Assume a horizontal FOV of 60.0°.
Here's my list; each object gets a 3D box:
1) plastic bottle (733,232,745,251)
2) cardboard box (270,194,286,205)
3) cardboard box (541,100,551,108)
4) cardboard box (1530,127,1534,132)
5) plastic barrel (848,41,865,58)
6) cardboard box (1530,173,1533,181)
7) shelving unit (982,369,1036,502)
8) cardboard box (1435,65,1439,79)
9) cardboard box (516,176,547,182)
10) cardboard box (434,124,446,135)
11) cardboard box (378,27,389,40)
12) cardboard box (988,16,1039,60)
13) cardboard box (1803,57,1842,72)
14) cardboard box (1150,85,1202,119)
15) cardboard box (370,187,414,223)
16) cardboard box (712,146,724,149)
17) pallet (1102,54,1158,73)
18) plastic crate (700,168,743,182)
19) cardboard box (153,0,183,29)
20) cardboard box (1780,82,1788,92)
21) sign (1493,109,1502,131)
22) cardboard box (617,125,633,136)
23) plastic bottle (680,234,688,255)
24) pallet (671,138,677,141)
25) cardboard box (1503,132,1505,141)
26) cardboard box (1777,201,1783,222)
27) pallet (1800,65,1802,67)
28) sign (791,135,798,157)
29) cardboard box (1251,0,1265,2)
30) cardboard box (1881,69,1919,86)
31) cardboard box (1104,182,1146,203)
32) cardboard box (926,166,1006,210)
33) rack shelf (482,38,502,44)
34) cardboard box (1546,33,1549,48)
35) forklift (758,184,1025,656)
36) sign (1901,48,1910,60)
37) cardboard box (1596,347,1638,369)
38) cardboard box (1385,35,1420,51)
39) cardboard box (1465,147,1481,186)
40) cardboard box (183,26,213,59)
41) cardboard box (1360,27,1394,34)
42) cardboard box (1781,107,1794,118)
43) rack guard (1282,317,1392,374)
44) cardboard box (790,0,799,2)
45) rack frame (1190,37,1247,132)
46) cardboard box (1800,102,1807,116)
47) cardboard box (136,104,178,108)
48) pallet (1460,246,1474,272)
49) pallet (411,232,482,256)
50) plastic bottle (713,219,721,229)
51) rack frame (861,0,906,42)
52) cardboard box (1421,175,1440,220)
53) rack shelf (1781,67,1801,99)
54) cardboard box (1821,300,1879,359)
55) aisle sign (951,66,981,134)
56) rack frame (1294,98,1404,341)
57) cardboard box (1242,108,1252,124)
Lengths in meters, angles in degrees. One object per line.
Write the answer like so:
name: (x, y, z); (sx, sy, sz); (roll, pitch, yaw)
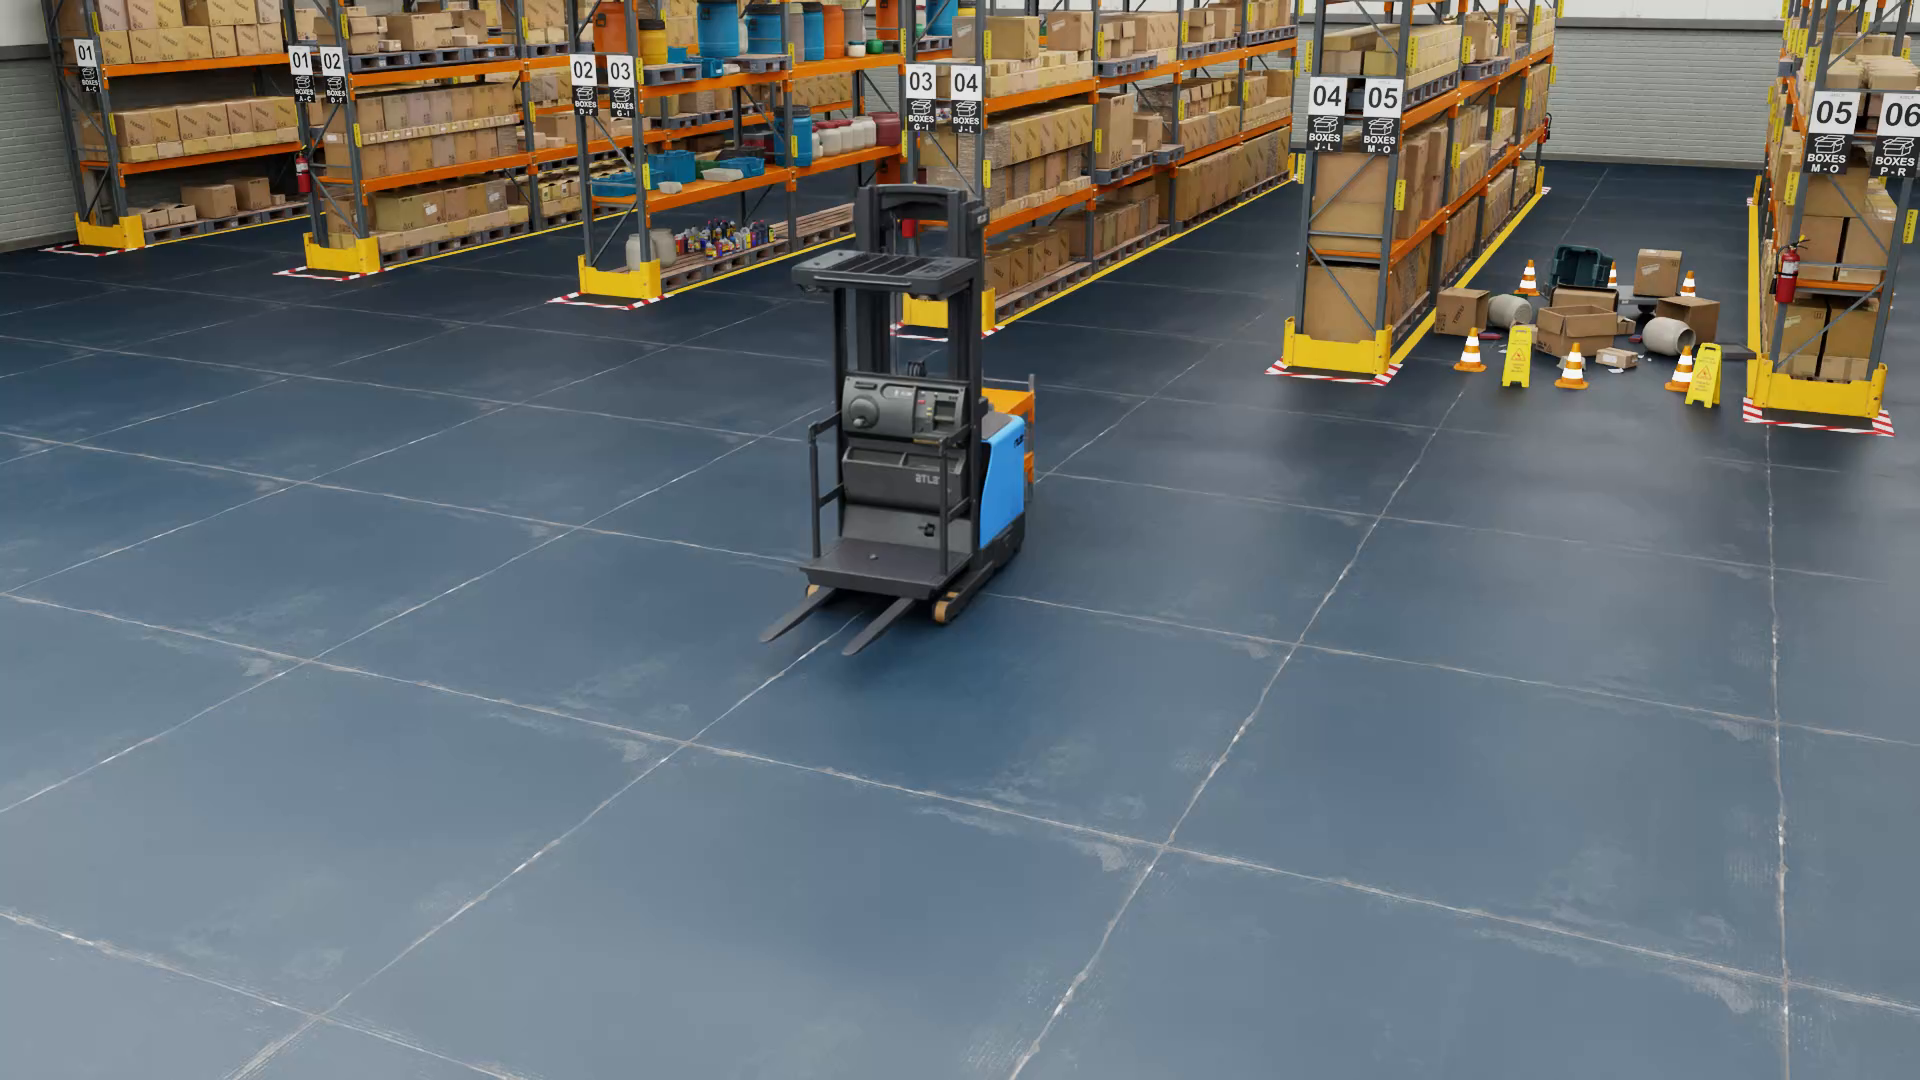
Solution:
plastic bottle: (-3.336, -4.504, 25.065); (0.152, 0.276, 0.135); (9, 21, 24)
cardboard box: (-12.284, -6.087, 29.679); (0.380, 0.166, 0.250); (6, 20, 16)
cardboard box: (-8.980, -9.334, 35.584); (0.380, 0.149, 0.250); (9, 21, 23)
cardboard box: (10.543, -7.736, 31.119); (0.380, 0.149, 0.250); (8, 21, 20)
plastic barrel: (-1.724, -8.173, 27.703); (0.301, 0.262, 0.301); (0, 20, 0)
cardboard box: (10.695, -6.935, 31.677); (0.380, 0.149, 0.250); (8, 21, 20)
shelving unit: (0.214, -0.738, 13.865); (0.538, 1.125, 1.048); (7, 21, 20)
cardboard box: (5.467, -5.550, 19.720); (0.380, 0.149, 0.250); (8, 21, 23)
cardboard box: (-7.460, -6.193, 29.047); (0.500, 0.311, 0.500); (9, 22, 24)
cardboard box: (-8.222, -6.394, 25.853); (0.380, 0.149, 0.250); (9, 21, 23)
cardboard box: (-8.751, -7.674, 25.392); (0.500, 0.311, 0.500); (11, 23, 29)
cardboard box: (0.681, -6.373, 21.097); (0.500, 0.500, 0.500); (8, 21, 22)
cardboard box: (9.751, -5.363, 18.780); (0.380, 0.149, 0.250); (8, 21, 22)
cardboard box: (3.686, -7.506, 28.451); (0.797, 0.503, 0.637); (9, 22, 24)
cardboard box: (-8.865, -5.249, 26.109); (0.500, 0.500, 0.500); (9, 21, 23)
cardboard box: (-5.136, -7.748, 33.852); (0.500, 0.500, 0.500); (9, 21, 23)
pallet: (2.236, -7.160, 24.928); (1.213, 0.211, 1.003); (9, 21, 23)
plastic crate: (-3.488, -5.367, 24.478); (0.530, 0.136, 0.437); (9, 21, 23)
cardboard box: (-12.900, -8.489, 26.715); (0.500, 0.500, 0.500); (9, 22, 24)
cardboard box: (13.617, -7.391, 27.164); (0.380, 0.149, 0.250); (8, 21, 22)
sign: (8.094, -6.325, 25.049); (0.100, 0.325, 0.005); (9, 21, 23)
cardboard box: (-6.050, -7.495, 30.442); (0.380, 0.149, 0.250); (9, 21, 23)
plastic bottle: (-4.114, -4.408, 24.784); (0.061, 0.283, 0.133); (9, 21, 23)
pallet: (-7.435, -9.481, 39.814); (1.003, 0.211, 1.213); (9, 21, 23)
cardboard box: (8.821, -6.690, 27.553); (0.380, 0.149, 0.250); (8, 21, 20)
cardboard box: (10.071, -4.074, 19.856); (0.500, 0.500, 0.500); (8, 21, 23)
pallet: (13.451, -7.465, 25.792); (0.805, 0.209, 1.217); (8, 21, 21)
sign: (-2.557, -6.074, 25.659); (0.100, 0.325, 0.005); (9, 21, 23)
cardboard box: (5.542, -10.454, 31.867); (0.500, 0.250, 0.500); (8, 21, 21)
cardboard box: (9.617, -4.726, 16.988); (0.380, 0.149, 0.250); (8, 21, 23)
cardboard box: (2.648, -5.576, 26.627); (0.500, 0.250, 0.500); (11, 22, 29)
cardboard box: (0.077, -4.472, 20.974); (0.875, 0.500, 0.500); (9, 21, 23)
rack shelf: (-9.635, -10.291, 34.525); (1.077, 0.370, 4.000); (9, 21, 23)
cardboard box: (10.500, -9.161, 30.498); (0.500, 0.250, 0.500); (10, 22, 25)
forklift: (-0.481, -0.941, 11.742); (1.130, 2.935, 3.031); (7, 21, 20)
sign: (11.004, -5.568, 19.401); (0.100, 0.325, 0.005); (9, 21, 23)
cardboard box: (7.561, -2.095, 19.138); (0.250, 0.149, 0.380); (-14, 24, -33)
cardboard box: (4.841, -5.459, 18.276); (0.380, 0.149, 0.250); (9, 21, 23)
cardboard box: (7.236, -5.422, 24.089); (0.500, 0.500, 0.500); (8, 21, 22)
cardboard box: (-12.704, -8.182, 27.344); (0.500, 0.500, 0.500); (10, 22, 26)
cardboard box: (5.073, -6.171, 20.276); (0.380, 0.149, 0.250); (9, 21, 23)
cardboard box: (12.319, -6.076, 24.437); (0.500, 0.500, 0.500); (9, 21, 24)
rack guard: (4.300, -2.224, 18.976); (1.175, 0.500, 0.348); (9, 21, 23)
cardboard box: (-3.797, -11.368, 34.839); (0.700, 0.500, 0.500); (9, 21, 23)
rack frame: (4.740, -7.789, 30.893); (1.000, 3.000, 0.127); (9, 21, 23)
cardboard box: (9.347, -4.679, 18.046); (0.380, 0.149, 0.250); (8, 21, 22)
cardboard box: (-13.308, -6.936, 27.570); (0.500, 0.500, 0.500); (8, 21, 21)
pallet: (7.195, -4.310, 25.273); (1.003, 0.211, 1.213); (9, 21, 23)
pallet: (-8.434, -4.778, 26.589); (1.003, 0.211, 1.213); (9, 21, 23)
plastic bottle: (-3.763, -4.792, 25.764); (0.144, 0.351, 0.185); (9, 22, 24)
rack frame: (-1.416, -10.072, 28.361); (1.000, 3.000, 0.127); (9, 21, 23)
cardboard box: (5.603, -4.417, 21.188); (0.875, 0.550, 0.550); (9, 21, 23)
rack shelf: (12.963, -6.892, 24.968); (1.077, 0.370, 4.000); (9, 21, 23)
cardboard box: (9.459, -2.232, 17.627); (0.500, 0.500, 0.500); (8, 21, 21)
aisle sign: (0.075, -5.285, 19.974); (0.394, 0.787, 0.004); (9, 21, 23)
rack frame: (4.310, -3.409, 18.578); (1.000, 3.000, 0.127); (9, 21, 23)
cardboard box: (5.172, -7.966, 31.171); (0.500, 0.250, 0.500); (8, 21, 22)
